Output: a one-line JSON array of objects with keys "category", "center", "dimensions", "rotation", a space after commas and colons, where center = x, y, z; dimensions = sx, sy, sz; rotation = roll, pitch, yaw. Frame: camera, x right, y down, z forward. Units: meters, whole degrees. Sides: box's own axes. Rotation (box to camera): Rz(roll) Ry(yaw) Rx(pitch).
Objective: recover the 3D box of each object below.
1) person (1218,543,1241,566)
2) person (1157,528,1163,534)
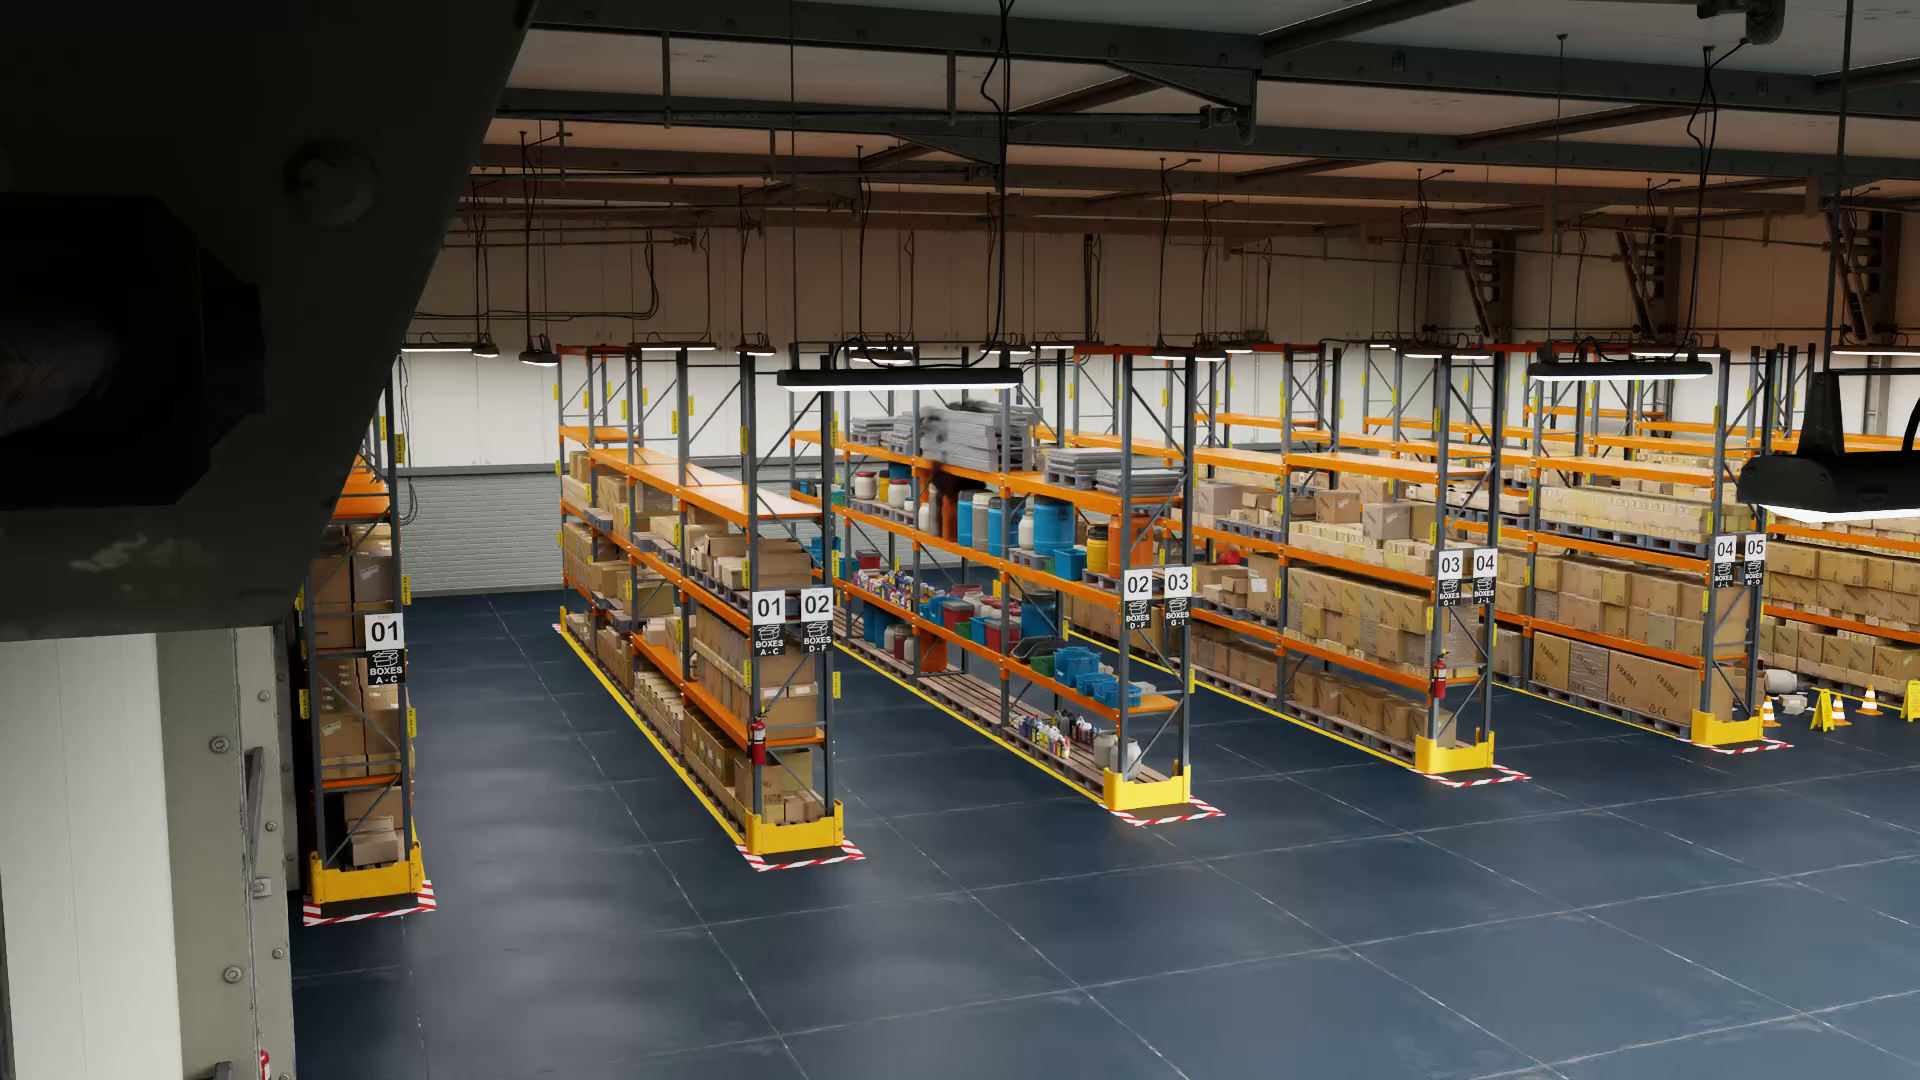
[{"category": "person", "center": [5.865, 0.865, 36.270], "dimensions": [0.629, 1.734, 0.981], "rotation": [-3, 8, -22]}, {"category": "person", "center": [4.698, 0.537, 39.004], "dimensions": [0.651, 1.654, 0.878], "rotation": [-1, 7, -11]}]
